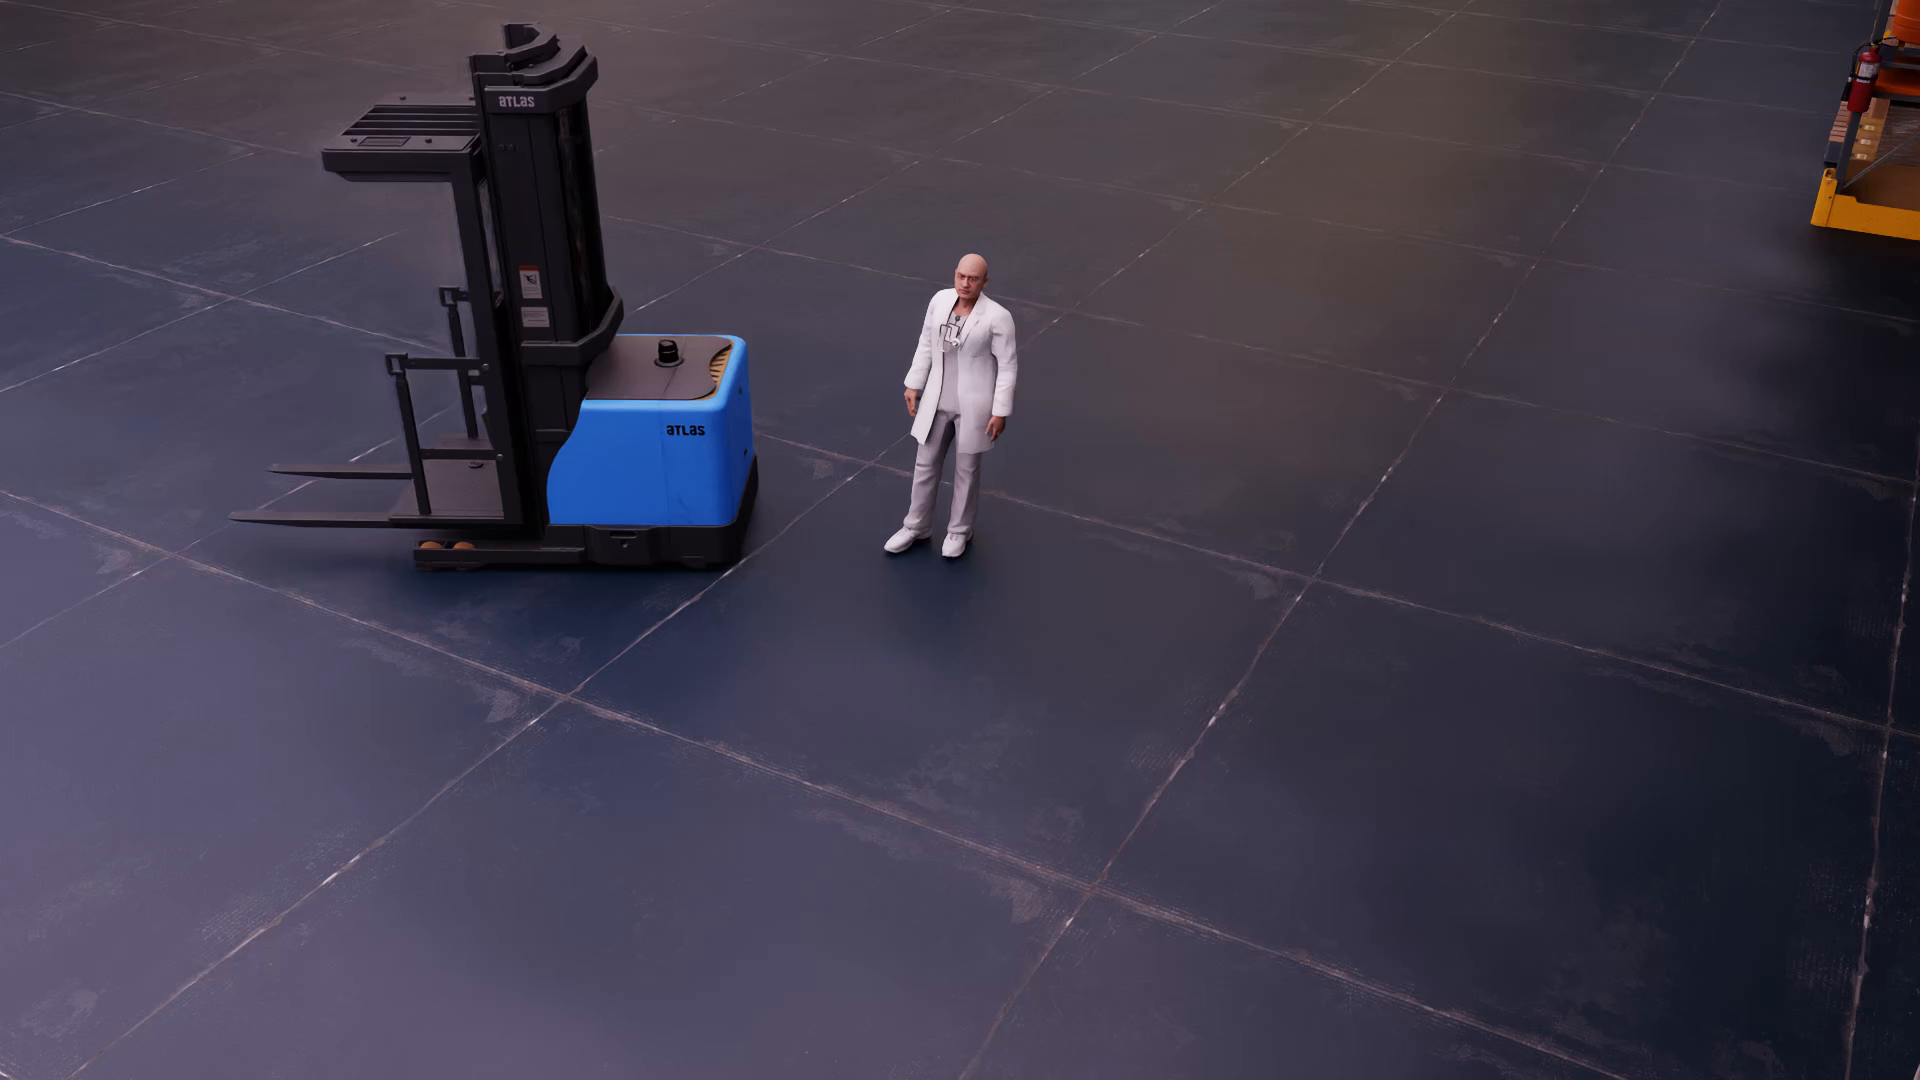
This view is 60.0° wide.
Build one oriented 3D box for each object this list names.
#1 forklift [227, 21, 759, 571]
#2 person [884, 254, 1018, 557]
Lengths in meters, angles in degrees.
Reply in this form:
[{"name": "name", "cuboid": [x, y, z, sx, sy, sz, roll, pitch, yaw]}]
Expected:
[{"name": "forklift", "cuboid": [-2.790, -1.353, 9.414, 3.031, 2.935, 1.130, 1, 30, 1]}, {"name": "person", "cuboid": [-0.048, -0.737, 9.487, 0.696, 1.777, 0.578, 15, 33, 25]}]
